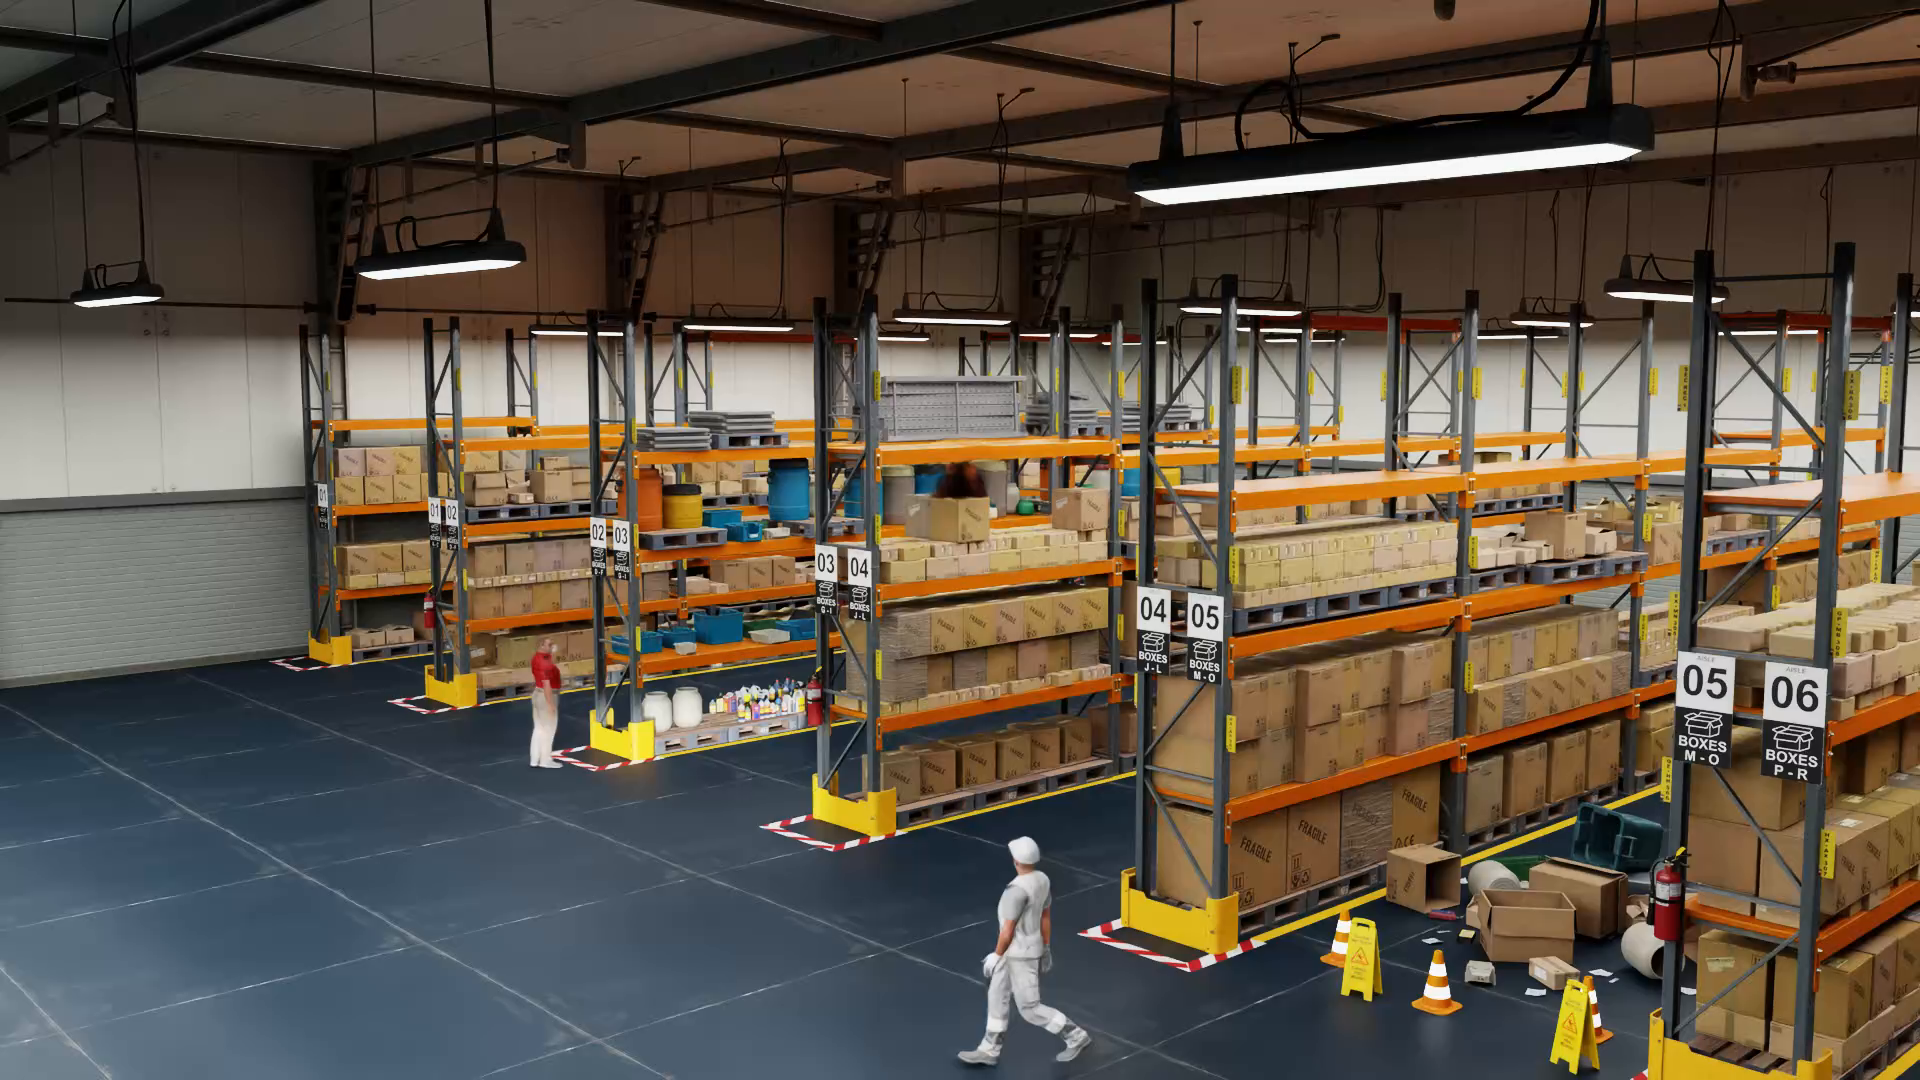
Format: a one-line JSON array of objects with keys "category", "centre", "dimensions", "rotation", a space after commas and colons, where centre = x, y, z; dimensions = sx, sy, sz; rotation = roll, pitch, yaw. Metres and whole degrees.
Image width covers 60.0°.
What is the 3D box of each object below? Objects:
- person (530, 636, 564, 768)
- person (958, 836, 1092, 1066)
[{"category": "person", "centre": [-5.431, 2.117, 21.769], "dimensions": [0.415, 1.751, 0.597], "rotation": [-4, 7, -34]}, {"category": "person", "centre": [0.481, 3.051, 12.279], "dimensions": [0.981, 1.765, 0.481], "rotation": [0, 6, -4]}]
